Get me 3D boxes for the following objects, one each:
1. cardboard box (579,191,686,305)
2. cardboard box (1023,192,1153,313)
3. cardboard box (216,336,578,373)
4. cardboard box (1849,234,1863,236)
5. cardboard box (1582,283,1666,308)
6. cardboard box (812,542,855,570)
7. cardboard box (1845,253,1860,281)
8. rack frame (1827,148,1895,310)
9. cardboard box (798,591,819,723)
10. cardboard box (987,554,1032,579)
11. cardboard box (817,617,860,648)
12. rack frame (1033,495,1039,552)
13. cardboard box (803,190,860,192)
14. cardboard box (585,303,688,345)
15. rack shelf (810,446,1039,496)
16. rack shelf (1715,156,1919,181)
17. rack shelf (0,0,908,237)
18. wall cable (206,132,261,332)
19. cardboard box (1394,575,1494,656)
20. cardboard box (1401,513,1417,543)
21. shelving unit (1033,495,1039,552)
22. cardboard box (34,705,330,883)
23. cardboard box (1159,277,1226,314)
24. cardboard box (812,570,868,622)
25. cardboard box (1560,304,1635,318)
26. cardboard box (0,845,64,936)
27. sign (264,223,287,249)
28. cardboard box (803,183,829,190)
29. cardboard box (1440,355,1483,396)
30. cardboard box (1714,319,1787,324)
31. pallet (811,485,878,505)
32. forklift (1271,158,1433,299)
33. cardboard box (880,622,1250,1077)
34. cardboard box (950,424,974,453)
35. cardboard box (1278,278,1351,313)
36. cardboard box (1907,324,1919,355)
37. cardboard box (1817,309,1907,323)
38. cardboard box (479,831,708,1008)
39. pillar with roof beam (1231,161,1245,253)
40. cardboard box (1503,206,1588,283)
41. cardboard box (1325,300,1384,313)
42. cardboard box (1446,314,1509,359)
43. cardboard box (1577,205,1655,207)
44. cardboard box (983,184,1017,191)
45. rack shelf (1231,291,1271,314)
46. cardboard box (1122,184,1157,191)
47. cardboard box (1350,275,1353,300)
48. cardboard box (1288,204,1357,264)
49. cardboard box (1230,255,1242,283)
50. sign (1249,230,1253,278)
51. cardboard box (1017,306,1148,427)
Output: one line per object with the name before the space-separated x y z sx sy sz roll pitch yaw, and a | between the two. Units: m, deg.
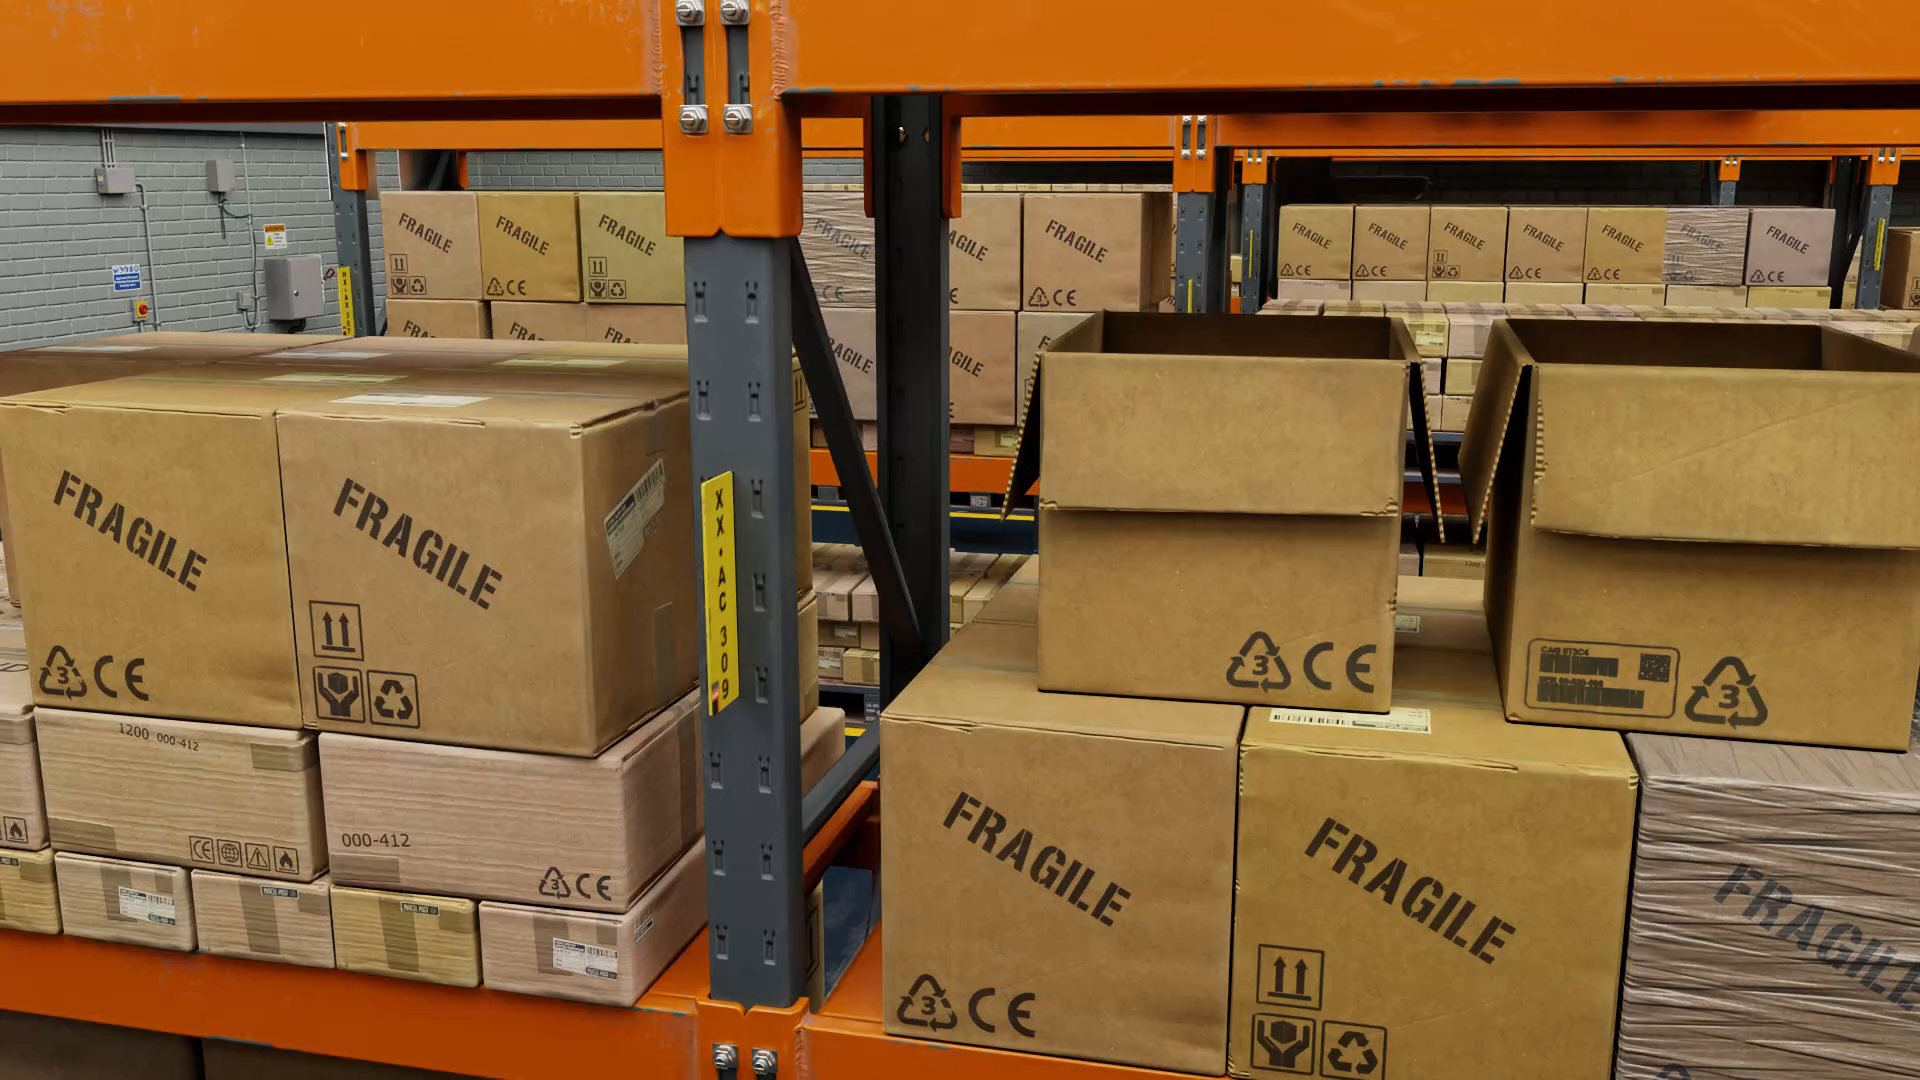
cardboard box | -1.432 -1.374 7.773 0.500 0.500 0.500 3 13 12
cardboard box | 0.567 -1.269 7.303 0.500 0.500 0.500 3 13 12
cardboard box | -1.078 -0.126 3.302 0.500 0.500 0.500 3 13 14
cardboard box | 8.617 -2.849 15.920 0.250 0.149 0.380 3 13 13
cardboard box | 4.528 -1.649 11.431 0.500 0.250 0.500 3 13 12
cardboard box | -0.708 0.129 8.466 0.250 0.149 0.380 3 13 14
cardboard box | 8.103 -2.572 15.594 0.500 0.250 0.500 3 13 15
rack frame | 6.059 -1.458 11.380 0.127 3.000 1.000 3 13 14
cardboard box | -0.592 0.267 3.265 0.500 0.250 0.500 3 13 13
cardboard box | 0.293 0.186 8.209 0.250 0.149 0.380 3 13 13
cardboard box | -0.551 0.390 7.976 0.250 0.149 0.380 2 13 11
rack frame | 0.576 -0.701 11.432 0.032 1.500 0.500 3 13 14
cardboard box | -0.778 -1.460 8.161 0.500 0.500 0.500 3 13 12
cardboard box | -1.428 -0.889 7.898 0.500 0.500 0.500 3 13 14
rack shelf | -0.854 -0.372 8.146 4.000 0.370 1.077 3 13 14
rack shelf | 9.187 -3.511 15.371 4.000 0.370 1.077 3 13 14
rack shelf | -2.140 -0.799 3.144 4.000 0.370 1.077 3 13 14
wall cable | -6.859 -2.956 15.785 0.122 1.984 0.588 3 13 14
cardboard box | 0.800 0.364 2.939 0.500 0.500 0.500 3 13 15
cardboard box | 1.872 0.015 7.810 0.500 0.250 0.500 3 13 12
shelving unit | 0.083 -0.728 11.551 1.048 1.500 0.538 3 13 14
cardboard box | -1.193 0.352 2.880 0.500 0.250 0.500 3 13 15
cardboard box | 1.664 -1.685 12.171 0.500 0.500 0.500 3 13 14
cardboard box | -0.604 0.261 7.871 0.250 0.149 0.380 3 13 12
cardboard box | 2.790 -0.945 7.303 0.250 0.149 0.380 2 13 11
cardboard box | -1.572 0.541 2.951 0.250 0.149 0.380 3 13 15
sign | -6.757 -2.997 16.412 0.001 0.242 0.339 3 13 14
cardboard box | -1.158 -2.652 12.723 0.250 0.149 0.380 3 13 15
cardboard box | 2.116 -0.690 6.843 0.250 0.149 0.380 2 13 11
cardboard box | 3.131 -0.781 6.567 0.250 0.149 0.380 4 13 16
pallet | -0.913 -0.487 13.441 1.213 0.211 1.003 3 13 14
forklift | 3.296 -1.920 13.620 3.031 2.935 1.130 3 13 15
cardboard box | 0.188 0.446 2.567 0.500 0.500 0.500 3 13 14
cardboard box | -0.001 -0.507 7.674 0.250 0.149 0.380 3 13 12
cardboard box | 2.535 -1.754 11.908 0.500 0.250 0.500 3 13 12
cardboard box | 1.694 -0.022 2.360 0.637 0.503 0.797 3 13 15
cardboard box | 3.814 -0.890 7.058 0.250 0.149 0.380 3 13 11
cardboard box | -0.573 0.594 2.711 0.250 0.149 0.380 3 13 14
pillar with roof beam | 1.870 -4.959 13.308 0.400 9.000 9.100 3 13 14
cardboard box | 4.024 -2.047 11.494 0.500 0.500 0.500 3 13 13
cardboard box | 1.786 -0.999 7.547 0.250 0.149 0.380 3 13 12
cardboard box | 2.122 -0.835 6.807 0.250 0.149 0.380 3 13 13
cardboard box | 4.657 -2.126 11.851 0.500 0.500 0.500 3 13 15
cardboard box | 0.332 -2.558 12.299 0.250 0.149 0.380 3 13 14
rack shelf | 1.420 -2.462 17.567 4.000 0.370 1.077 3 13 14
cardboard box | 1.331 -2.520 12.129 0.250 0.149 0.380 3 13 14
cardboard box | 3.149 -1.840 12.295 0.500 0.250 0.500 3 13 15
cardboard box | 2.670 -2.232 12.330 0.500 0.500 0.500 3 13 15
cardboard box | 2.809 -2.757 16.893 0.500 0.250 0.500 3 13 15
sign | 2.044 -2.010 11.687 0.005 0.325 0.100 3 13 14
cardboard box | 0.551 -0.779 7.403 0.500 0.500 0.500 3 13 14
